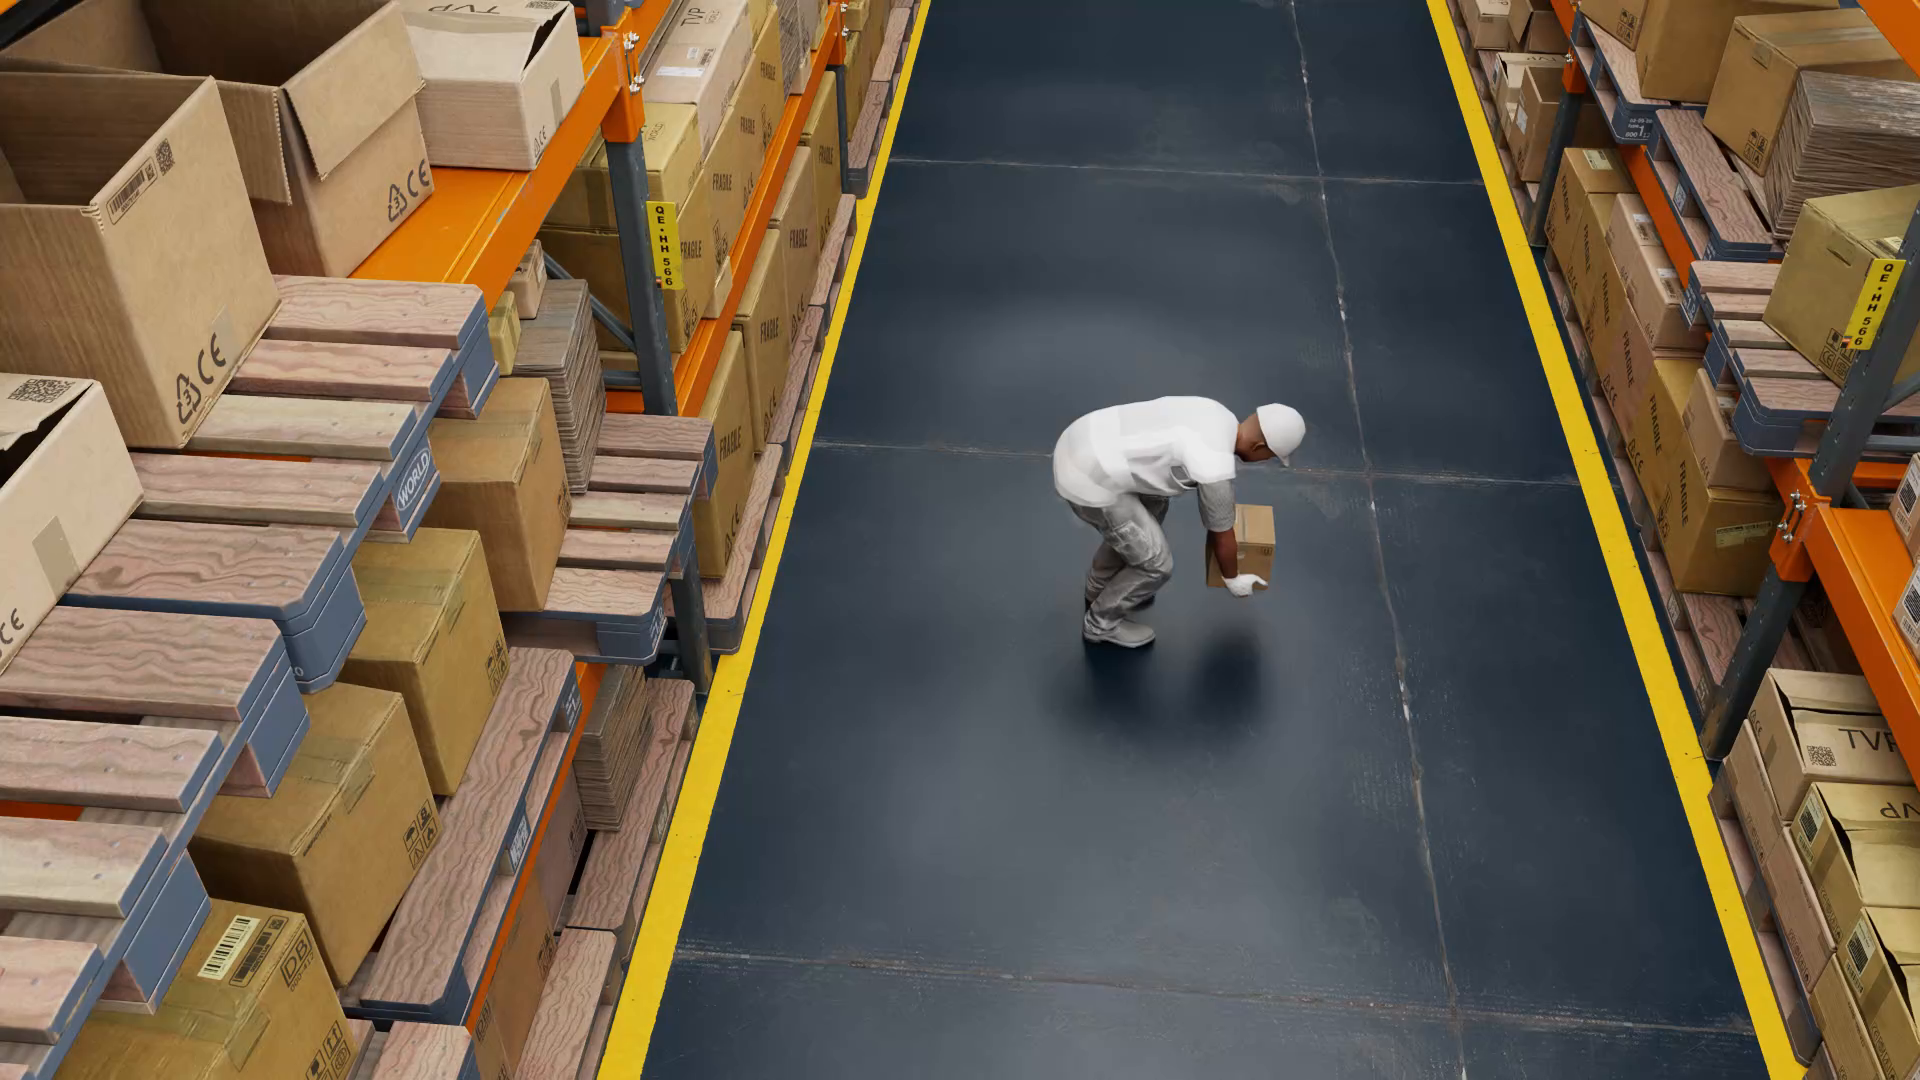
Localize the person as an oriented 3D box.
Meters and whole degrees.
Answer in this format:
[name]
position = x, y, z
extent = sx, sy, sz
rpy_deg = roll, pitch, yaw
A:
[person]
position = 0.859, -0.095, 6.786
extent = 0.976, 1.102, 0.532
rpy_deg = 1, 40, 2
